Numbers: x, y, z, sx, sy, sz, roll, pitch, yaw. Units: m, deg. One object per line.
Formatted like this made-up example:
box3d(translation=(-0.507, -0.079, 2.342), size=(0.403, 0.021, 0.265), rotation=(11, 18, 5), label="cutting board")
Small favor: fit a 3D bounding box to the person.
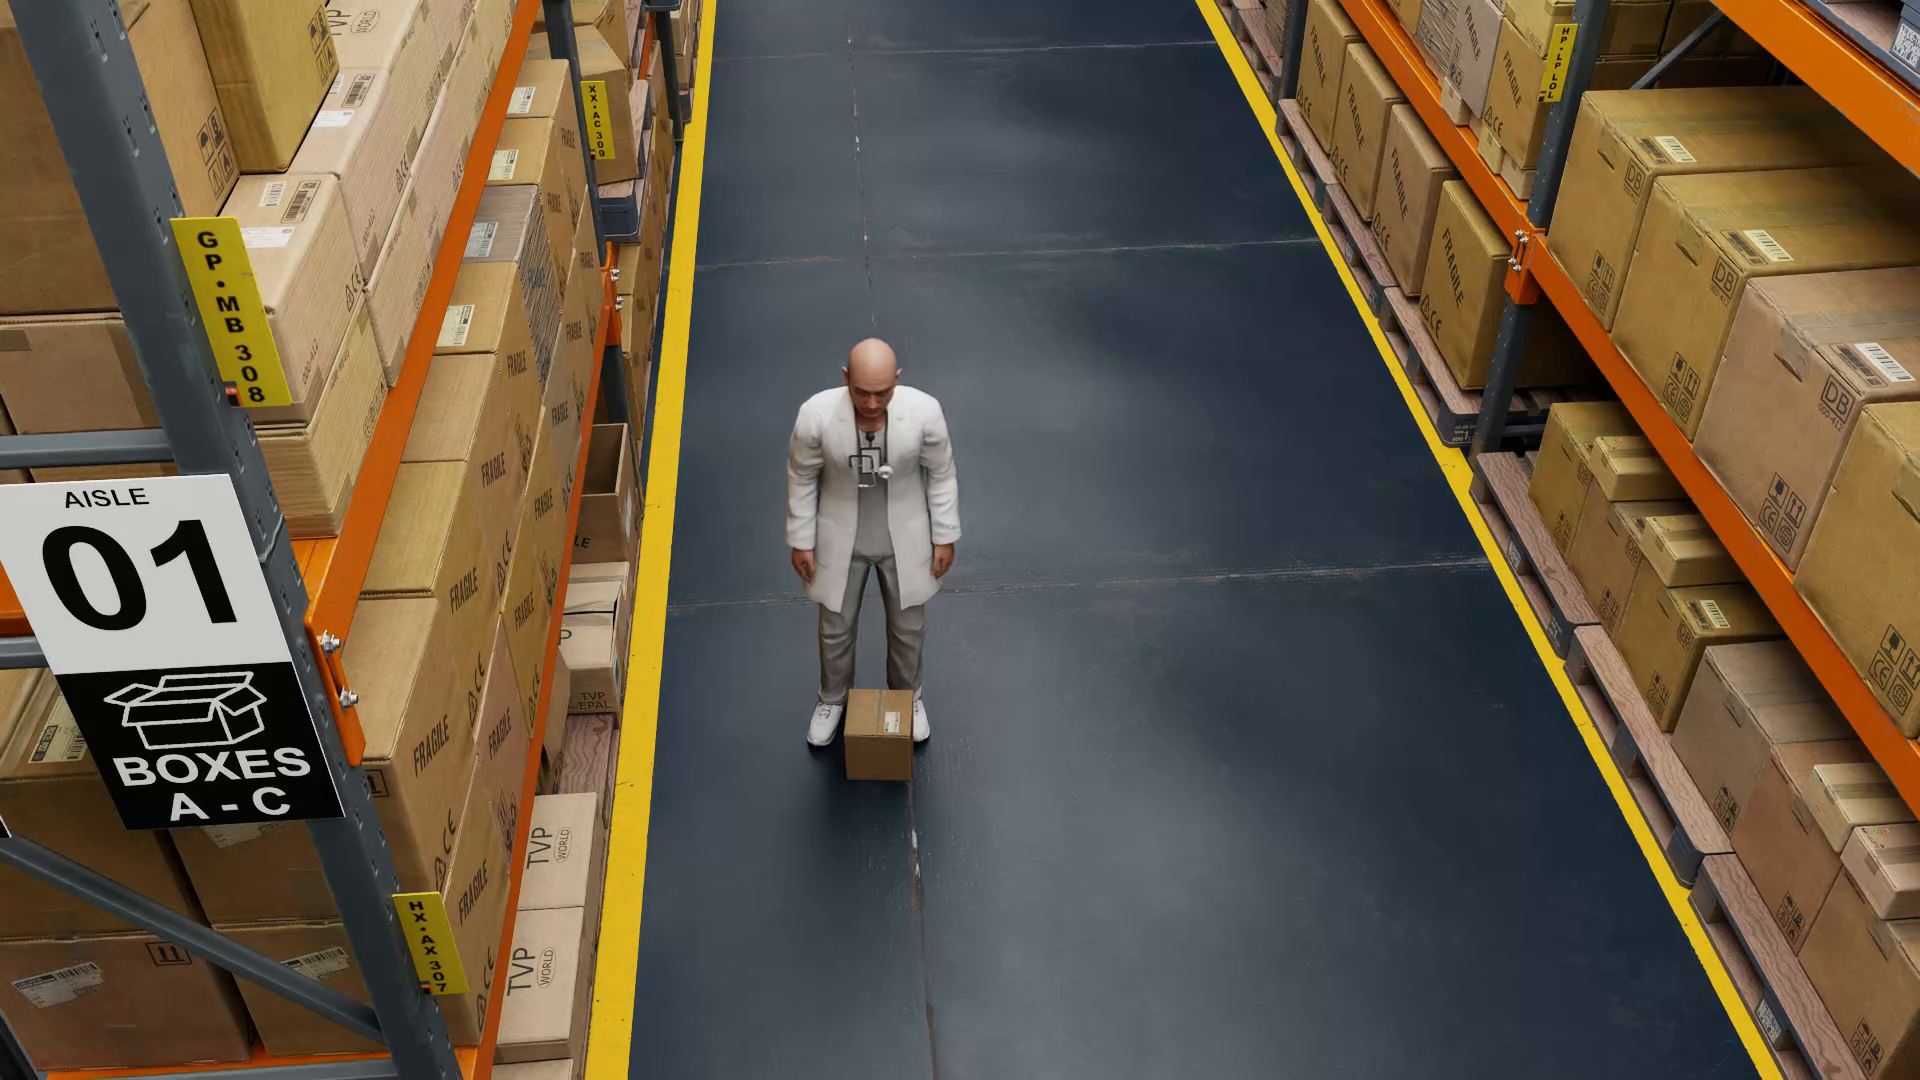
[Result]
box3d(translation=(-0.321, 0.004, 6.162), size=(0.650, 1.774, 0.417), rotation=(-2, 39, -2), label="person")
